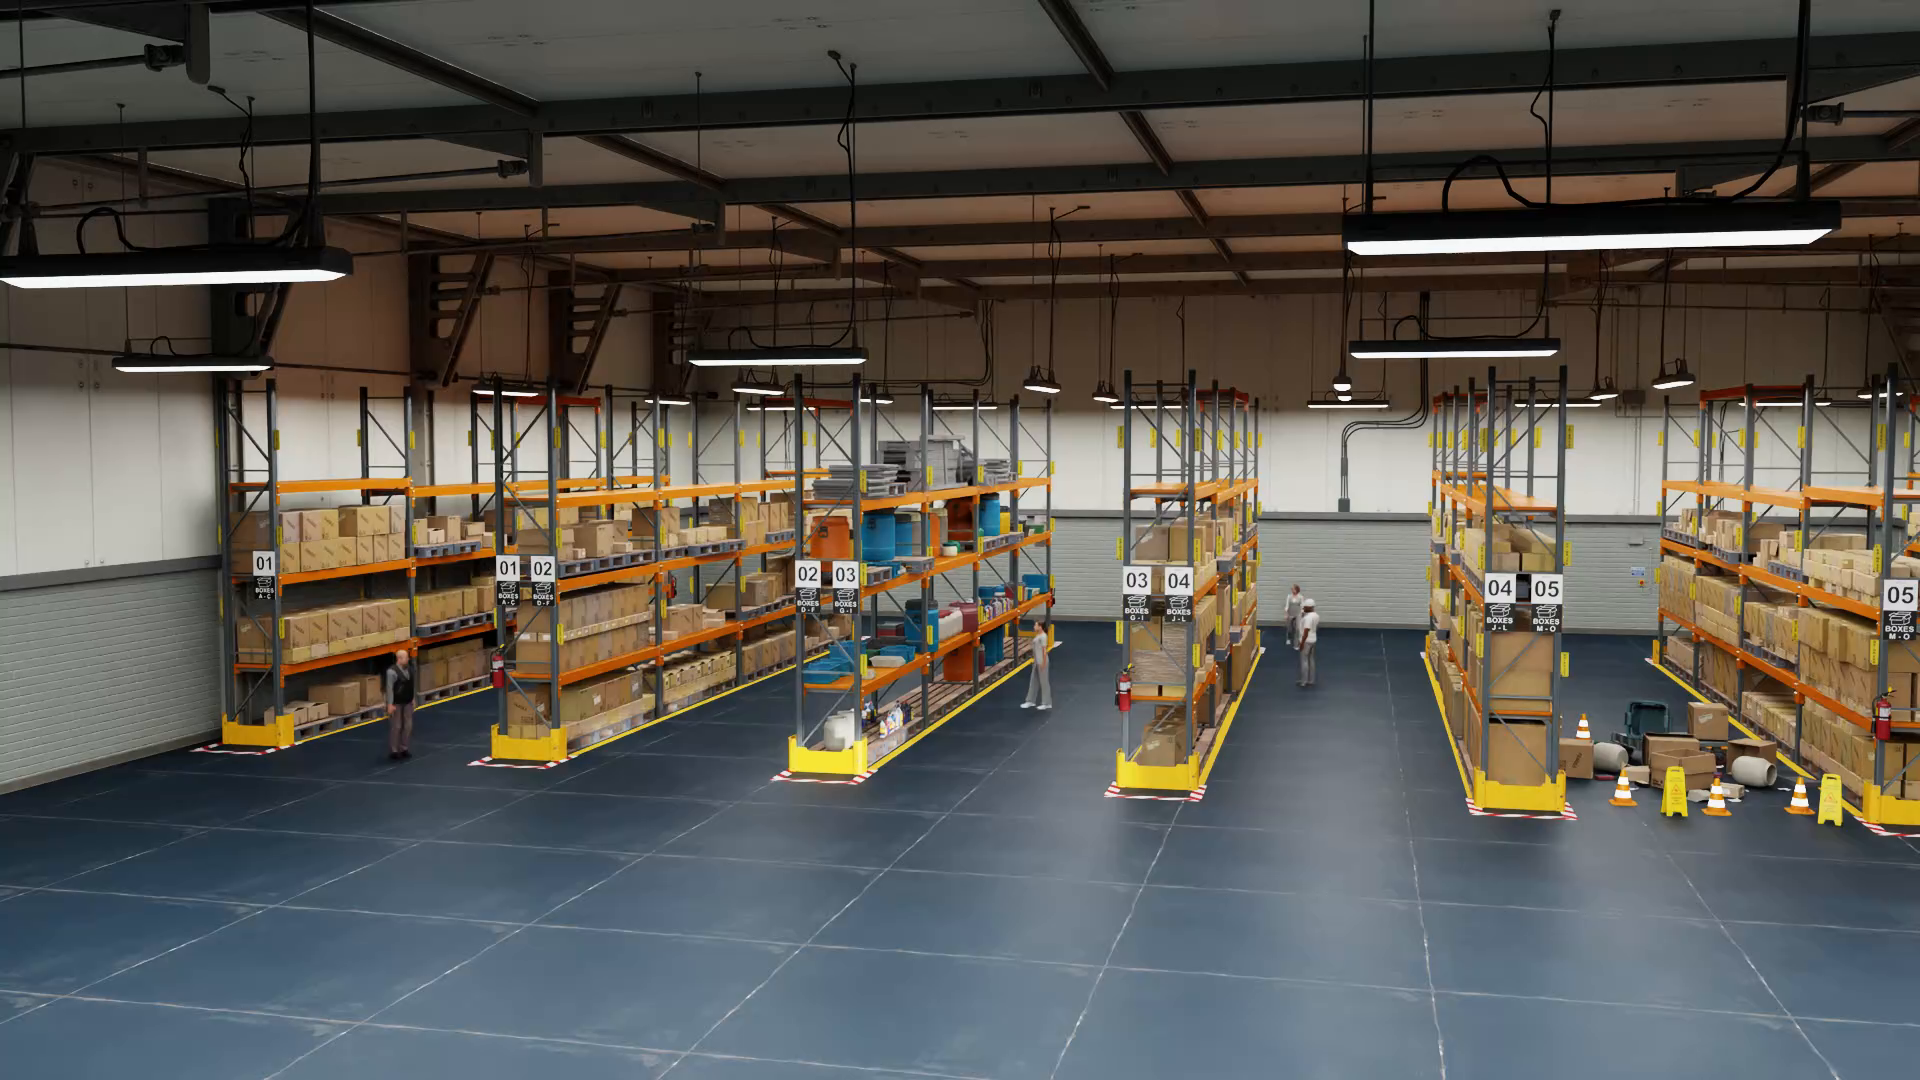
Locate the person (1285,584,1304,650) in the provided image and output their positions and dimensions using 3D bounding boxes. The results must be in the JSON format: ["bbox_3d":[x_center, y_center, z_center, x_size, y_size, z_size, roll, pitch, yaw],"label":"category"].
[{"bbox_3d":[8.011,1.824,39.846,0.496,1.542,0.847,0,3,4],"label":"person"}]

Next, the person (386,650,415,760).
[{"bbox_3d":[-8.811,2.579,26.147,0.389,1.732,0.574,2,4,27],"label":"person"}]

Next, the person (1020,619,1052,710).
[{"bbox_3d":[1.422,2.305,30.881,0.559,1.684,0.474,-1,3,-11],"label":"person"}]

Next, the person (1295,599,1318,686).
[{"bbox_3d":[7.077,2.084,34.000,0.435,1.772,0.592,2,4,31],"label":"person"}]
